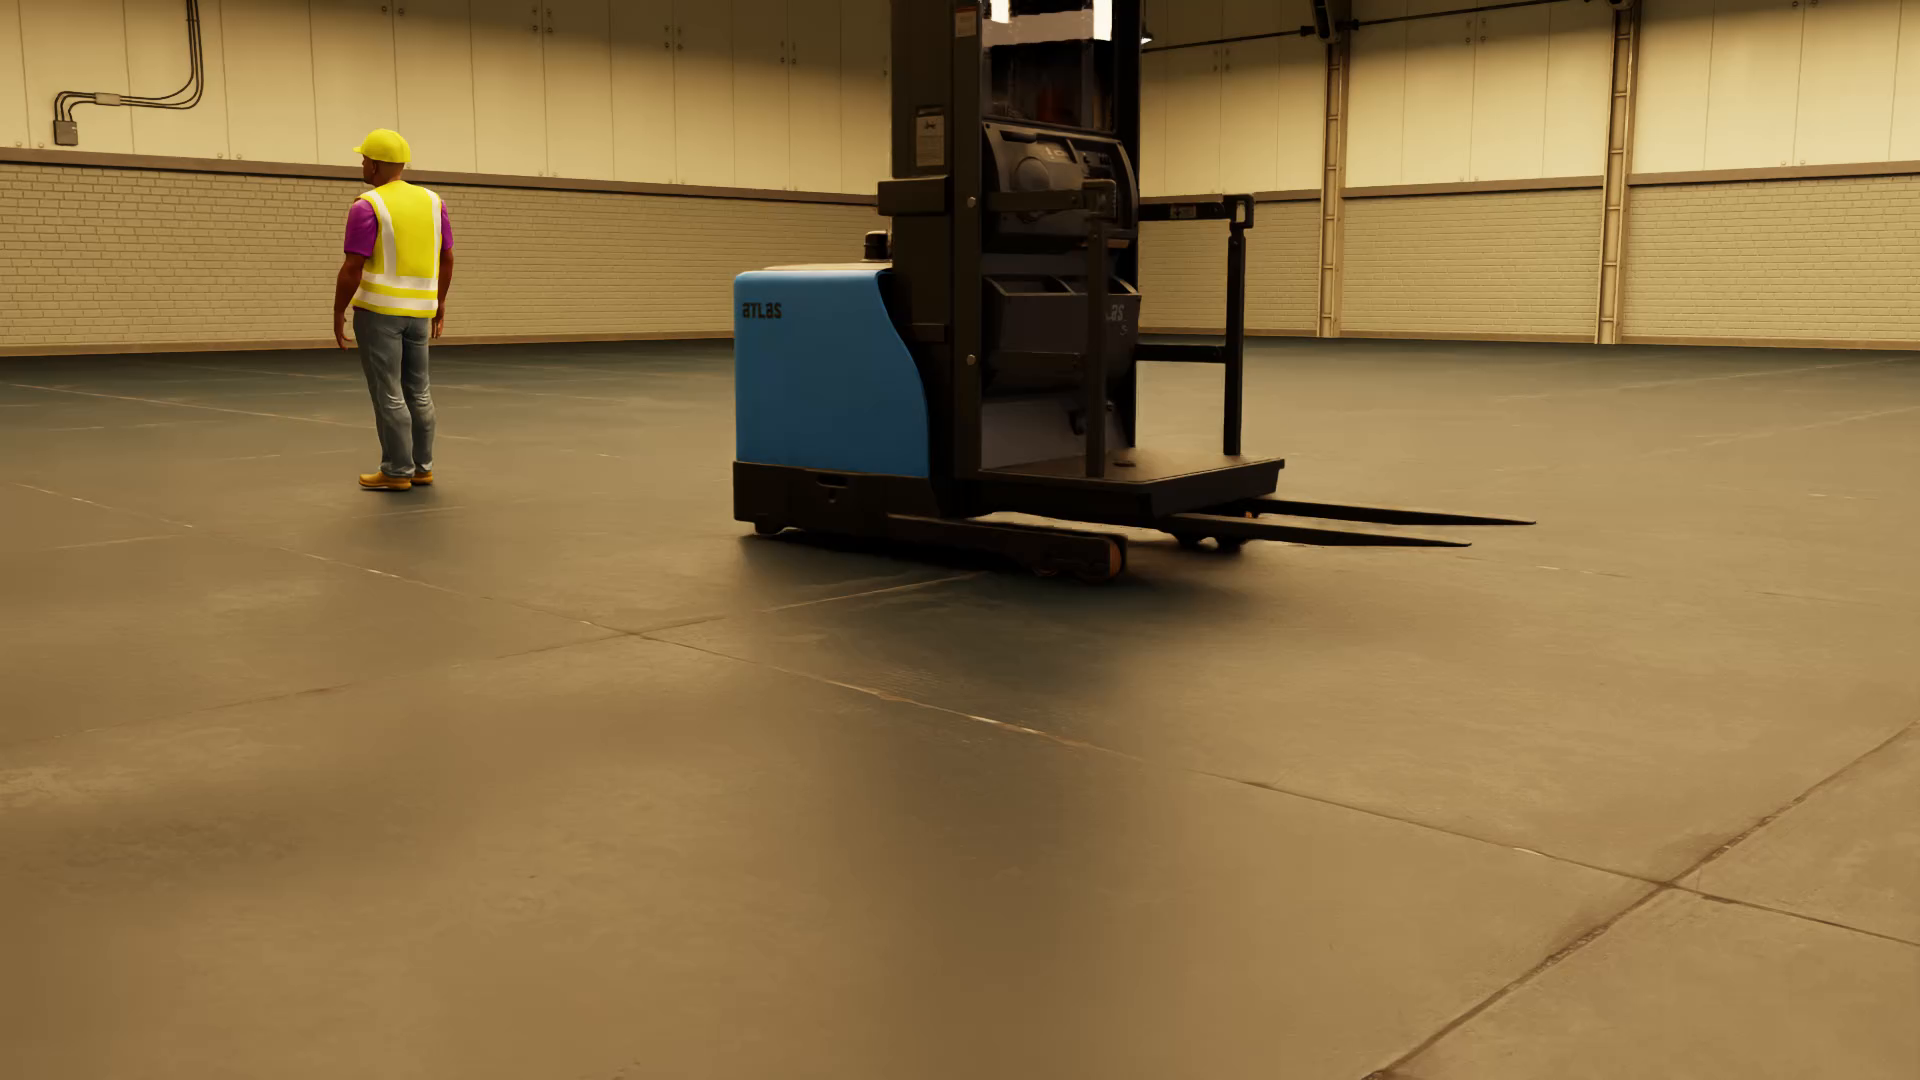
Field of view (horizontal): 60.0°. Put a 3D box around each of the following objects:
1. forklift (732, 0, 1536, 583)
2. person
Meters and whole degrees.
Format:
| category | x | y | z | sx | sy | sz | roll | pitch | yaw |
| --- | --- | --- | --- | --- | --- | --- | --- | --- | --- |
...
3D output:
| category | x | y | z | sx | sy | sz | roll | pitch | yaw |
| --- | --- | --- | --- | --- | --- | --- | --- | --- | --- |
| forklift | 0.552 | -1.390 | 6.103 | 3.031 | 2.935 | 1.130 | 6 | 11 | 37 |
| person | -2.874 | -1.139 | 8.302 | 0.577 | 1.765 | 0.666 | 5 | 10 | 32 |
